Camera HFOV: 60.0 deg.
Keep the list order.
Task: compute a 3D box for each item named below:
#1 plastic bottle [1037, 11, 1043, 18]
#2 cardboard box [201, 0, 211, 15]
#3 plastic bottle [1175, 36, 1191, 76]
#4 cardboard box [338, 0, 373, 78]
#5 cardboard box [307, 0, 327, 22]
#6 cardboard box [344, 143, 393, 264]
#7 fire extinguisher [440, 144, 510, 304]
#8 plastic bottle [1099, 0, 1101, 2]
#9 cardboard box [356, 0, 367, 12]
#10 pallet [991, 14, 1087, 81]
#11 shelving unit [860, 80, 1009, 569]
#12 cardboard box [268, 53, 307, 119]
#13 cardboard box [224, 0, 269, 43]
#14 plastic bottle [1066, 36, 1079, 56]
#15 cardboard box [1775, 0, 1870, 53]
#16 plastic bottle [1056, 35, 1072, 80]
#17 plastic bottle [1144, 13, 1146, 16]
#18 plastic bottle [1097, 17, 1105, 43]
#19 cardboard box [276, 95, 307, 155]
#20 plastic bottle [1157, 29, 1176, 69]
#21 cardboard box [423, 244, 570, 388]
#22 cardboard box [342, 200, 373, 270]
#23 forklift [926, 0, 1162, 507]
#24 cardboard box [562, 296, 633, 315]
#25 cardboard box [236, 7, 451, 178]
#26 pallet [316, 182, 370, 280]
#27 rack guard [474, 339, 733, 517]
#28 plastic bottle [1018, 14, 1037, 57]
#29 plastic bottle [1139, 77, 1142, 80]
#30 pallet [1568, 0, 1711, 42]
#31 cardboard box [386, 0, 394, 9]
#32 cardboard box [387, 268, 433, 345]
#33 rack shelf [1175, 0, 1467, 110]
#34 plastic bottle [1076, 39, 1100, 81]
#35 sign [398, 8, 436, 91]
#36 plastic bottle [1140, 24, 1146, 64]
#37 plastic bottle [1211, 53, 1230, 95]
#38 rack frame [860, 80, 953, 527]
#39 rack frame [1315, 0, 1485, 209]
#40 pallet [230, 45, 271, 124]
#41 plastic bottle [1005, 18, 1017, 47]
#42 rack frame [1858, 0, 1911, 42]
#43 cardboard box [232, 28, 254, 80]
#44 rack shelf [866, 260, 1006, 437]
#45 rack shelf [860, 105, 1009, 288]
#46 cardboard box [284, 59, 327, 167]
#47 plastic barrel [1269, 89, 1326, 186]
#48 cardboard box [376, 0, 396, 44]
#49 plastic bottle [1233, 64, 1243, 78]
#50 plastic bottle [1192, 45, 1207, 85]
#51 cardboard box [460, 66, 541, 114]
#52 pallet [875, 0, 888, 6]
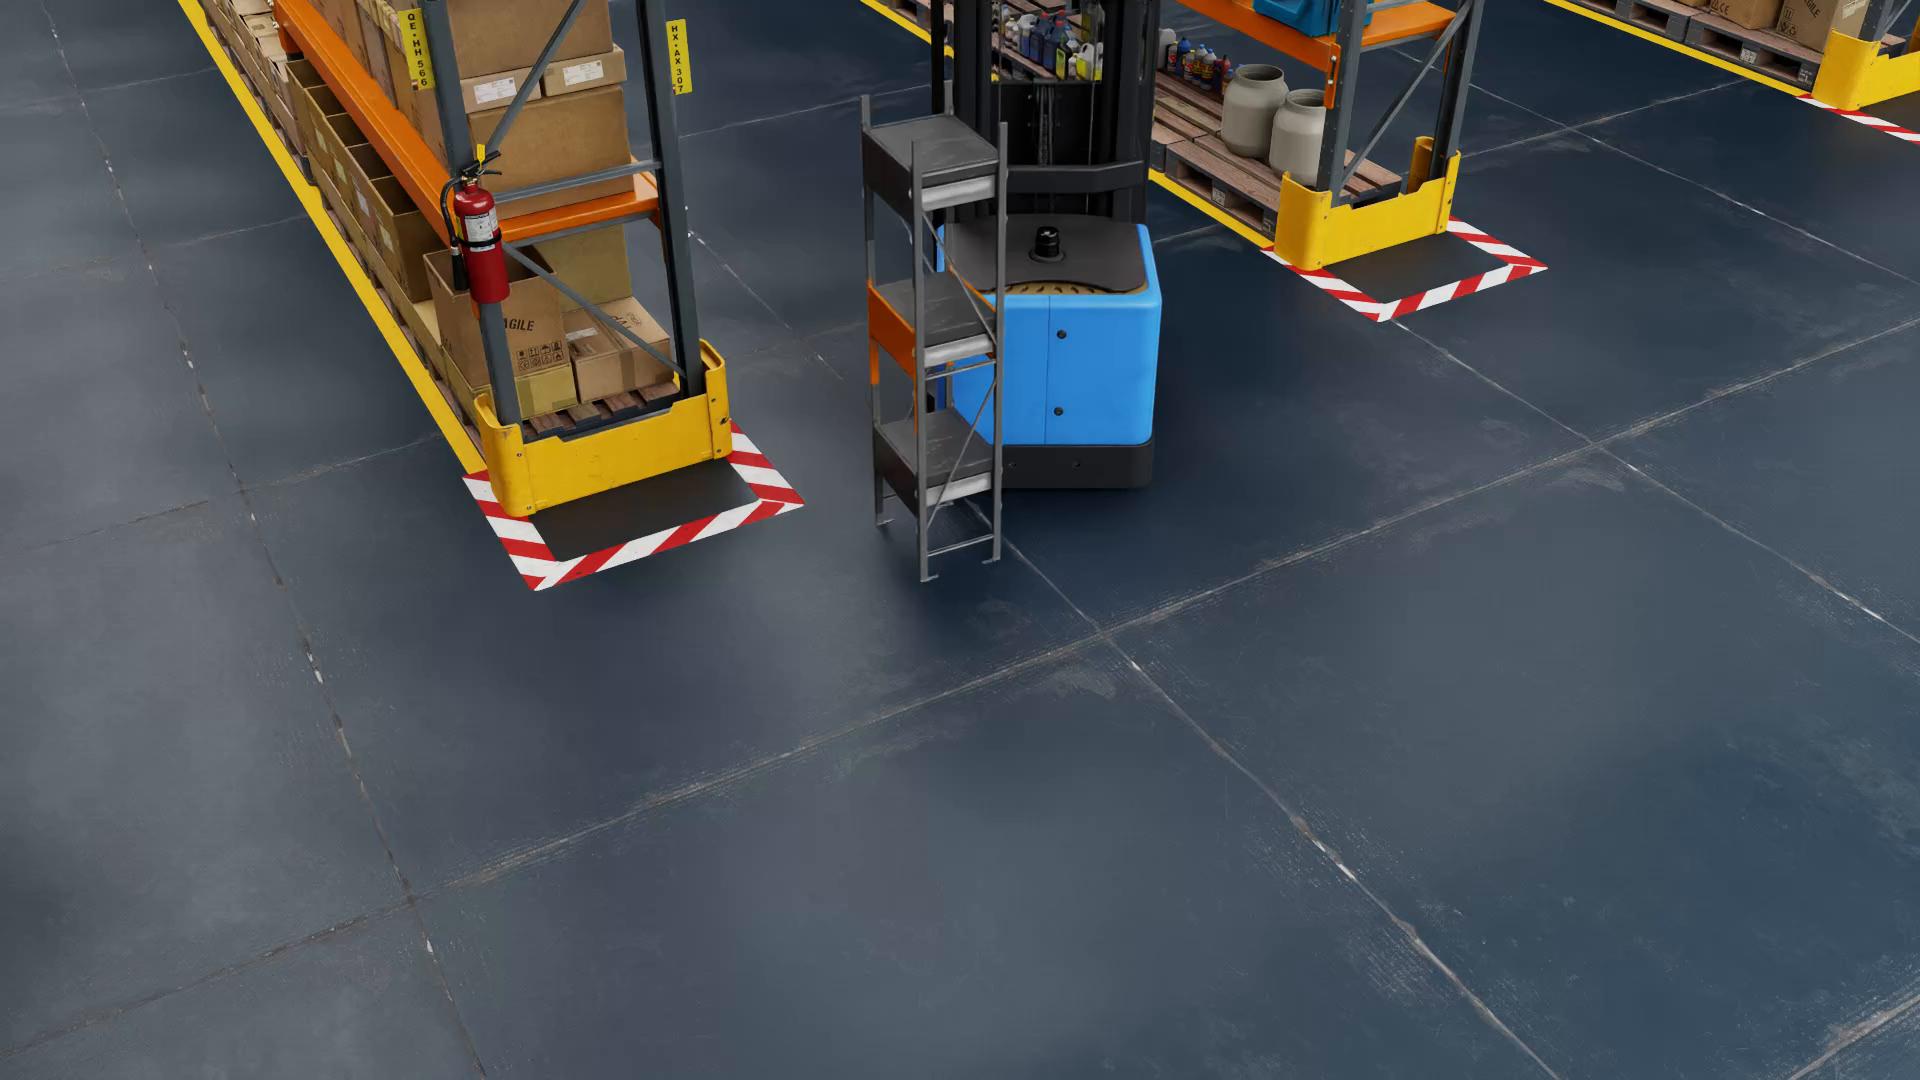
[{"bbox_3d":[0.611,-3.747,12.267,0.061,0.283,0.133,-19,40,-24],"label":"plastic bottle"},{"bbox_3d":[-5.733,-4.362,13.155,0.500,0.250,0.500,-19,40,-24],"label":"cardboard box"},{"bbox_3d":[1.596,-3.466,11.892,0.097,0.271,0.097,0,36,0],"label":"plastic bottle"},{"bbox_3d":[-2.985,-2.909,9.106,0.700,0.500,0.500,-18,40,-23],"label":"cardboard box"},{"bbox_3d":[-3.505,-3.433,9.823,0.700,0.500,0.500,-20,41,-25],"label":"cardboard box"},{"bbox_3d":[-3.015,-1.886,9.128,0.500,0.500,0.500,-19,40,-24],"label":"cardboard box"},{"bbox_3d":[-2.066,-1.348,7.119,0.296,0.674,0.183,-19,40,-24],"label":"fire extinguisher"},{"bbox_3d":[1.079,-4.017,12.636,0.061,0.283,0.133,-17,39,-22],"label":"plastic bottle"},{"bbox_3d":[-2.861,-2.809,8.418,0.380,0.149,0.250,-19,40,-25],"label":"cardboard box"},{"bbox_3d":[0.853,-3.602,12.503,1.003,0.211,1.213,-19,40,-24],"label":"pallet"},{"bbox_3d":[-0.108,-0.838,7.117,0.431,2.100,0.499,-16,39,-21],"label":"shelving unit"},{"bbox_3d":[-4.184,-3.025,10.848,0.500,0.311,0.500,-19,40,-24],"label":"cardboard box"},{"bbox_3d":[-4.949,-3.801,11.910,0.500,0.311,0.500,-19,40,-24],"label":"cardboard box"},{"bbox_3d":[-5.758,-6.495,11.402,10.038,5.742,9.096,0,36,0],"label":"plastic bottle"},{"bbox_3d":[6.545,-3.995,12.440,0.500,0.500,0.500,-12,38,-16],"label":"cardboard box"},{"bbox_3d":[0.740,-3.437,11.842,0.061,0.283,0.133,-17,39,-22],"label":"plastic bottle"},{"bbox_3d":[1.339,-3.753,12.275,0.061,0.283,0.133,-16,39,-21],"label":"plastic bottle"},{"bbox_3d":[1.105,-3.764,12.296,0.152,0.276,0.135,-19,40,-24],"label":"plastic bottle"},{"bbox_3d":[-4.192,-2.802,11.019,0.500,0.250,0.500,-19,40,-24],"label":"cardboard box"},{"bbox_3d":[1.461,-3.572,12.033,0.152,0.276,0.135,-18,40,-23],"label":"plastic bottle"},{"bbox_3d":[-2.250,-1.125,8.087,0.500,0.500,0.500,-19,40,-24],"label":"cardboard box"},{"bbox_3d":[-3.269,-1.837,9.698,0.500,0.250,0.500,-19,40,-24],"label":"cardboard box"},{"bbox_3d":[0.307,-2.086,8.121,1.319,2.935,3.643,0,36,0],"label":"forklift"},{"bbox_3d":[-2.055,-1.230,8.866,0.500,0.250,0.500,-19,40,-24],"label":"cardboard box"},{"bbox_3d":[-3.418,-2.888,9.788,1.023,1.340,4.930,-18,40,-23],"label":"cardboard box"},{"bbox_3d":[-3.370,-2.074,10.410,1.003,0.211,1.213,-19,40,-24],"label":"pallet"},{"bbox_3d":[-1.711,-0.556,8.087,1.175,0.500,0.348,-19,40,-24],"label":"rack guard"},{"bbox_3d":[0.519,-3.712,12.225,0.152,0.276,0.135,-17,40,-22],"label":"plastic bottle"},{"bbox_3d":[1.157,-3.065,11.339,0.152,0.276,0.135,-19,40,-24],"label":"plastic bottle"},{"bbox_3d":[5.819,-4.470,13.691,1.003,0.211,1.213,-19,40,-24],"label":"pallet"},{"bbox_3d":[-2.496,-2.934,8.039,0.700,0.500,0.500,-19,40,-24],"label":"cardboard box"},{"bbox_3d":[-2.763,-1.329,9.001,0.500,0.250,0.500,-19,40,-24],"label":"cardboard box"},{"bbox_3d":[1.557,-3.773,10.983,1.077,0.370,4.000,-19,40,-24],"label":"rack shelf"},{"bbox_3d":[0.907,-3.344,11.658,0.144,0.351,0.185,-19,40,-24],"label":"plastic bottle"},{"bbox_3d":[-2.199,-1.987,6.745,0.100,0.325,0.005,-19,40,-24],"label":"sign"},{"bbox_3d":[1.307,-3.615,12.086,0.061,0.283,0.133,-19,40,-24],"label":"plastic bottle"},{"bbox_3d":[1.822,-3.262,11.603,0.061,0.283,0.133,-18,40,-23],"label":"plastic bottle"},{"bbox_3d":[-0.214,-0.966,7.292,0.400,2.100,0.015,-16,39,-21],"label":"rack frame"},{"bbox_3d":[2.561,-3.044,9.374,1.000,3.000,0.127,-19,40,-24],"label":"rack frame"},{"bbox_3d":[-4.754,-3.479,12.334,1.003,0.211,1.213,-19,40,-24],"label":"pallet"},{"bbox_3d":[0.384,-3.787,12.391,0.097,0.201,0.097,0,36,0],"label":"plastic bottle"},{"bbox_3d":[6.844,-4.511,11.383,1.000,3.000,0.127,-19,40,-24],"label":"rack frame"},{"bbox_3d":[-4.956,-3.581,12.086,0.500,0.250,0.500,-18,40,-23],"label":"cardboard box"},{"bbox_3d":[-0.107,-0.825,7.123,0.431,0.518,0.480,-16,39,-21],"label":"rack shelf"},{"bbox_3d":[-0.107,-1.391,6.710,0.431,0.518,0.480,-16,39,-21],"label":"rack shelf"},{"bbox_3d":[-3.771,-2.650,10.175,0.500,0.500,0.500,-19,40,-24],"label":"cardboard box"},{"bbox_3d":[2.165,-2.521,10.412,0.421,0.512,0.421,0,36,0],"label":"plastic barrel"},{"bbox_3d":[-2.598,-2.545,8.056,0.380,0.149,0.250,-18,40,-23],"label":"cardboard box"},{"bbox_3d":[1.920,-3.136,11.441,0.097,0.271,0.097,0,36,0],"label":"plastic bottle"},{"bbox_3d":[1.697,-3.362,11.750,0.097,0.271,0.097,0,36,0],"label":"plastic bottle"},{"bbox_3d":[-2.080,-2.018,7.336,0.380,0.149,0.250,-20,40,-25],"label":"cardboard box"},{"bbox_3d":[-0.493,-4.969,14.375,1.003,0.211,1.213,-19,40,-24],"label":"pallet"}]
